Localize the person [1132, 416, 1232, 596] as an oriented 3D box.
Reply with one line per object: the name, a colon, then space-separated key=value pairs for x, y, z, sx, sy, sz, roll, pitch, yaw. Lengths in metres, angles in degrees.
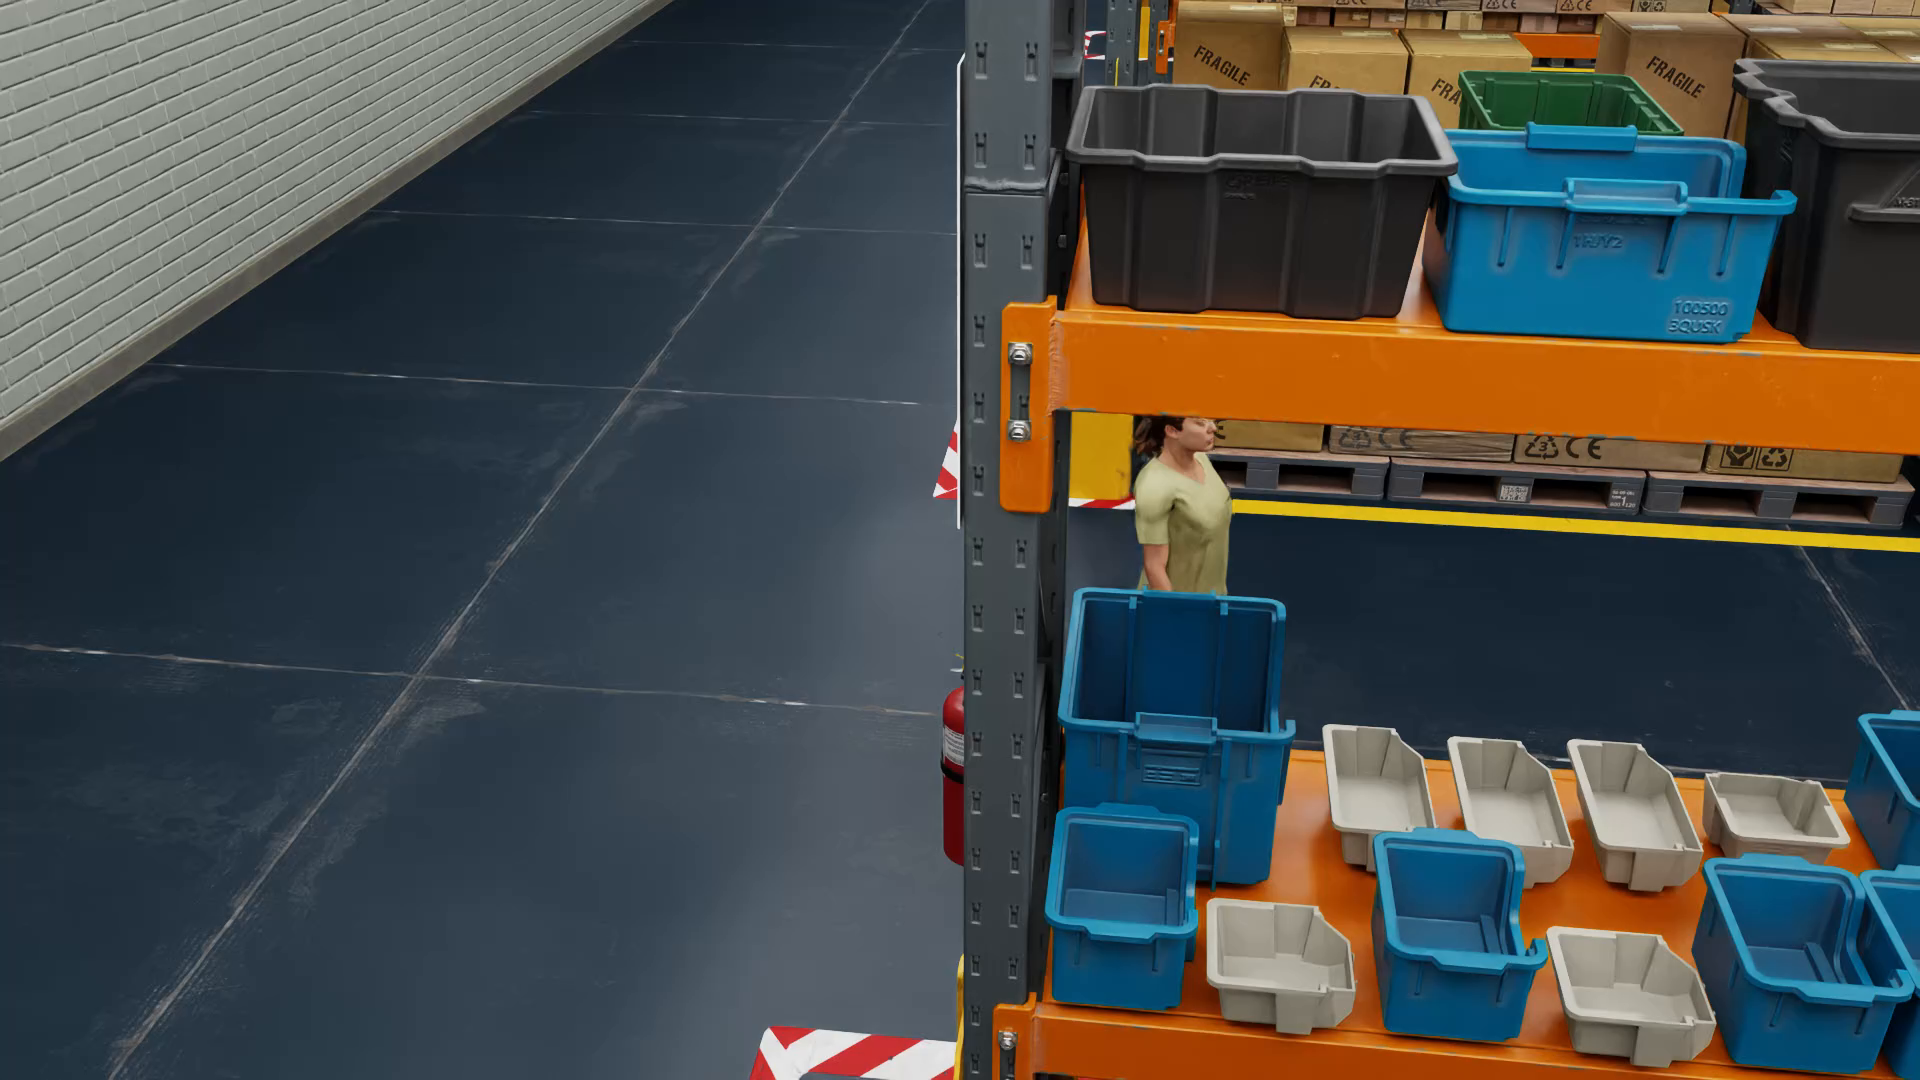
person: x=0.821 y=0.278 z=5.616 sx=0.694 sy=1.693 sz=0.461 roll=19 pitch=34 yaw=31
